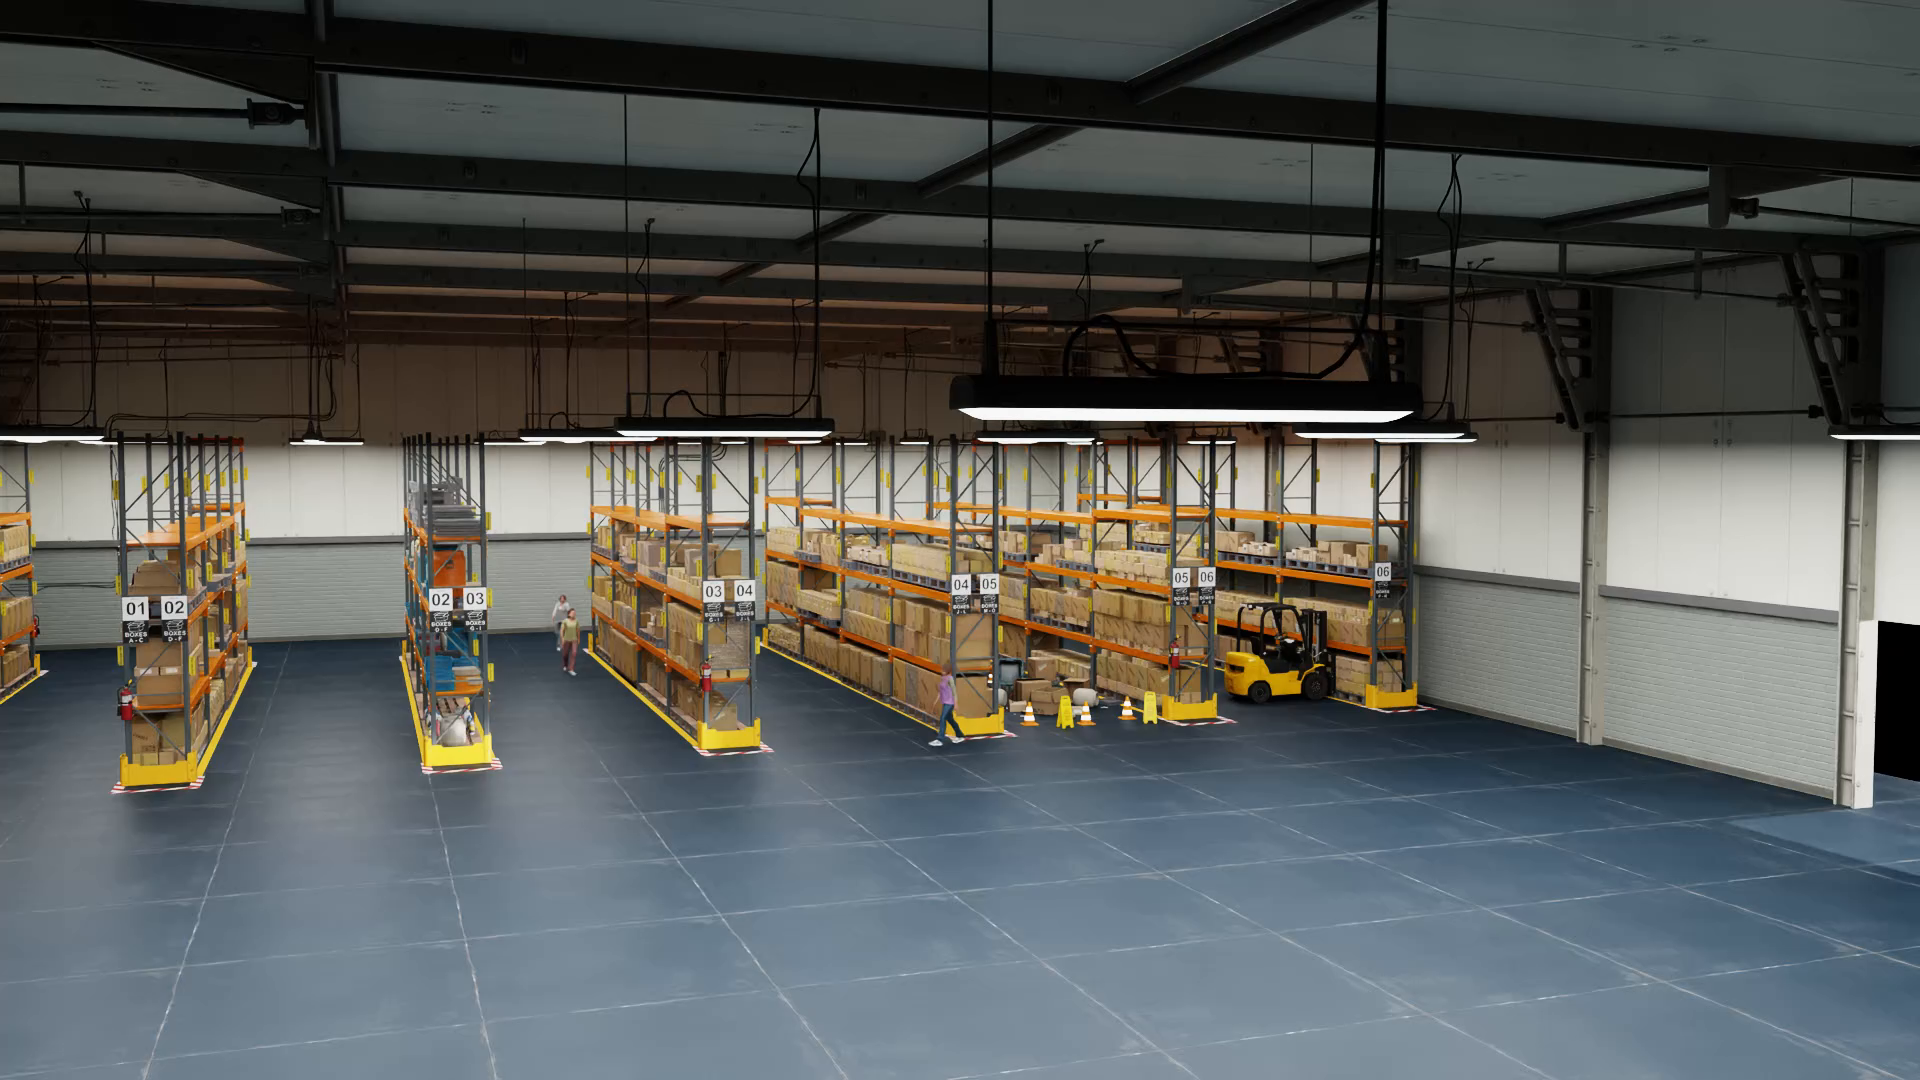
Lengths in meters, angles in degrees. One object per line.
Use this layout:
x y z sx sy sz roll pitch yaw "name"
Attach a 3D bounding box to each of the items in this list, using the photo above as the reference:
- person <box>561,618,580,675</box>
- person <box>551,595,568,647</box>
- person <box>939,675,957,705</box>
-9.885 2.702 42.261 0.488 1.423 0.763 -2 4 -27 "person"
-11.295 2.285 47.160 0.488 1.491 0.546 0 3 8 "person"
-0.233 2.884 32.057 0.321 0.575 0.418 -1 3 -15 "person"
